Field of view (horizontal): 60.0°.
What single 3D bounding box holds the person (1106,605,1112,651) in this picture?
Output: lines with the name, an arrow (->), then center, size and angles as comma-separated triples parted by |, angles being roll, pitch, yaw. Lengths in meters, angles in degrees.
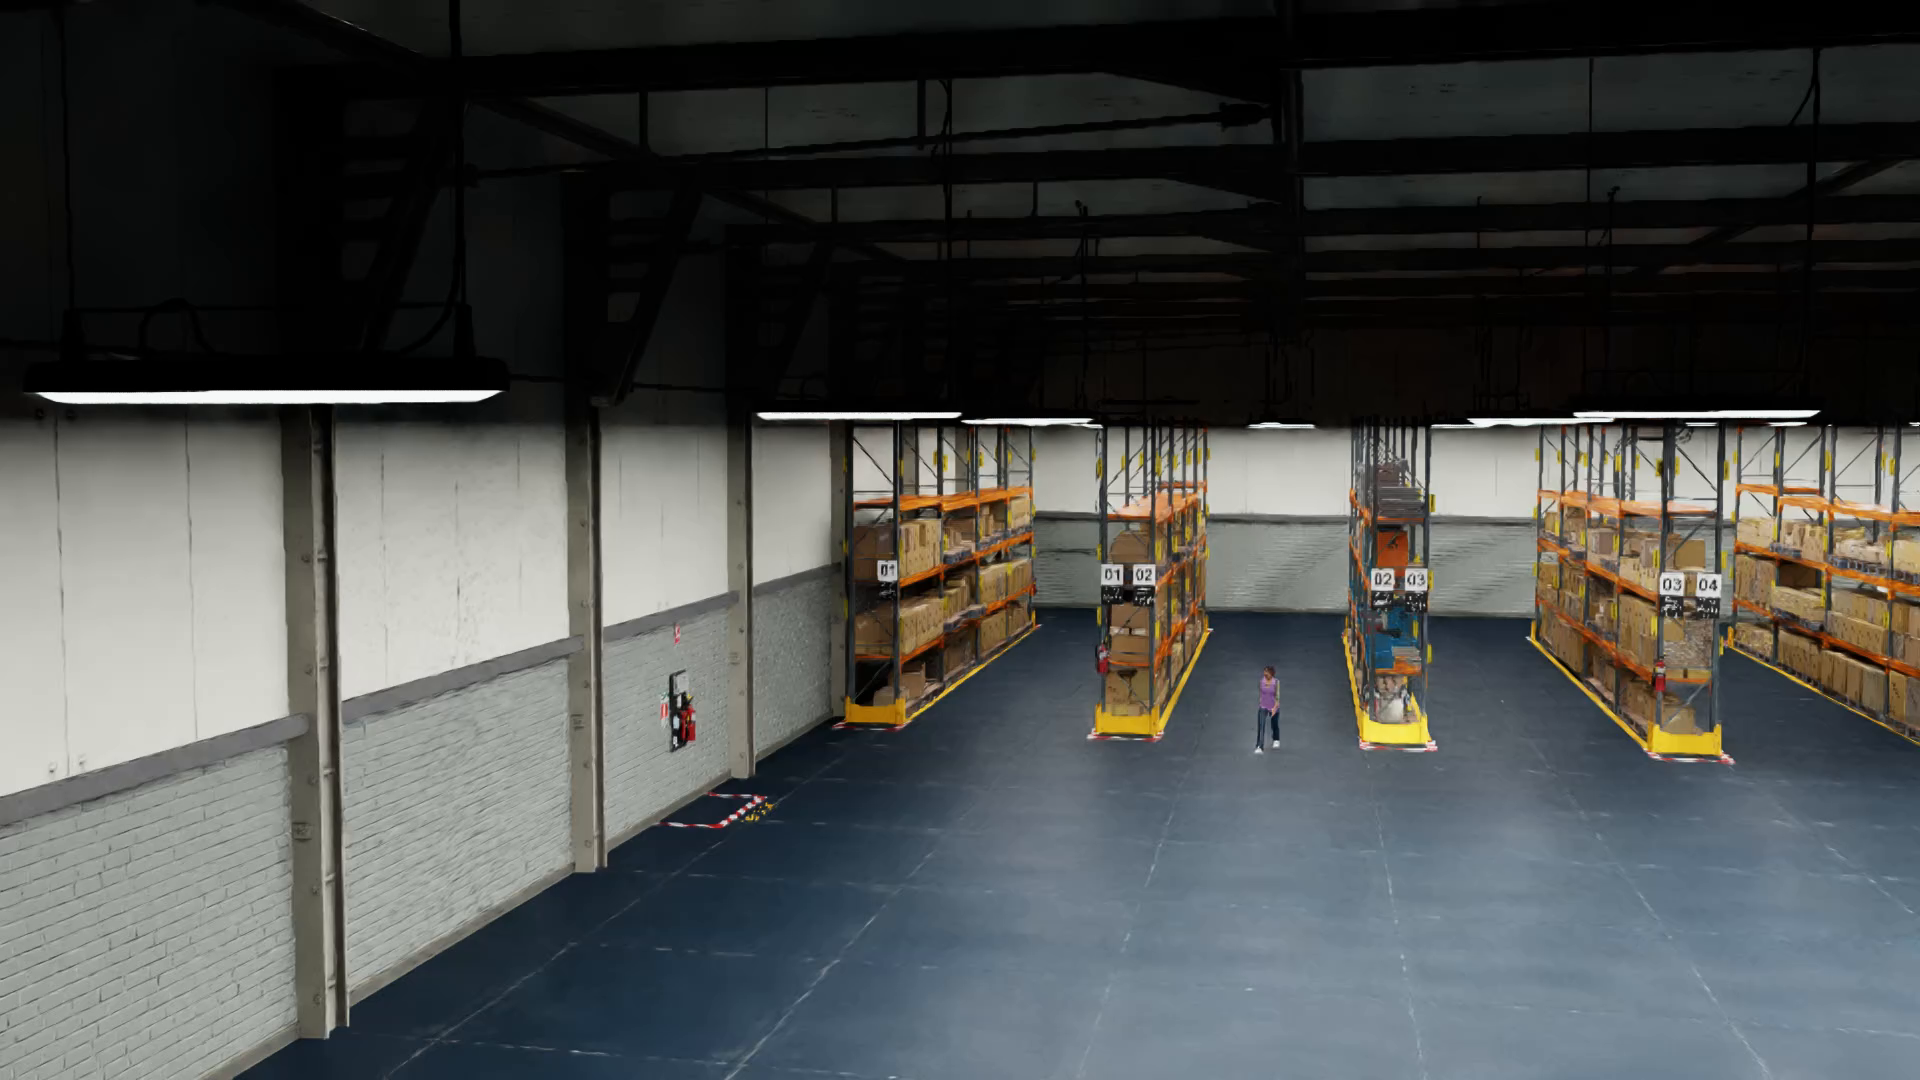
person -> 3.883, 1.973, 42.752 | 0.551, 1.782, 0.636 | 3, 5, 42

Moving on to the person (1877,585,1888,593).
person -> 25.942, 1.802, 46.714 | 0.614, 1.616, 0.765 | -1, 4, -9

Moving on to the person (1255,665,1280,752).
person -> 5.493, 2.976, 29.519 | 0.407, 1.533, 0.962 | 1, 4, 20
